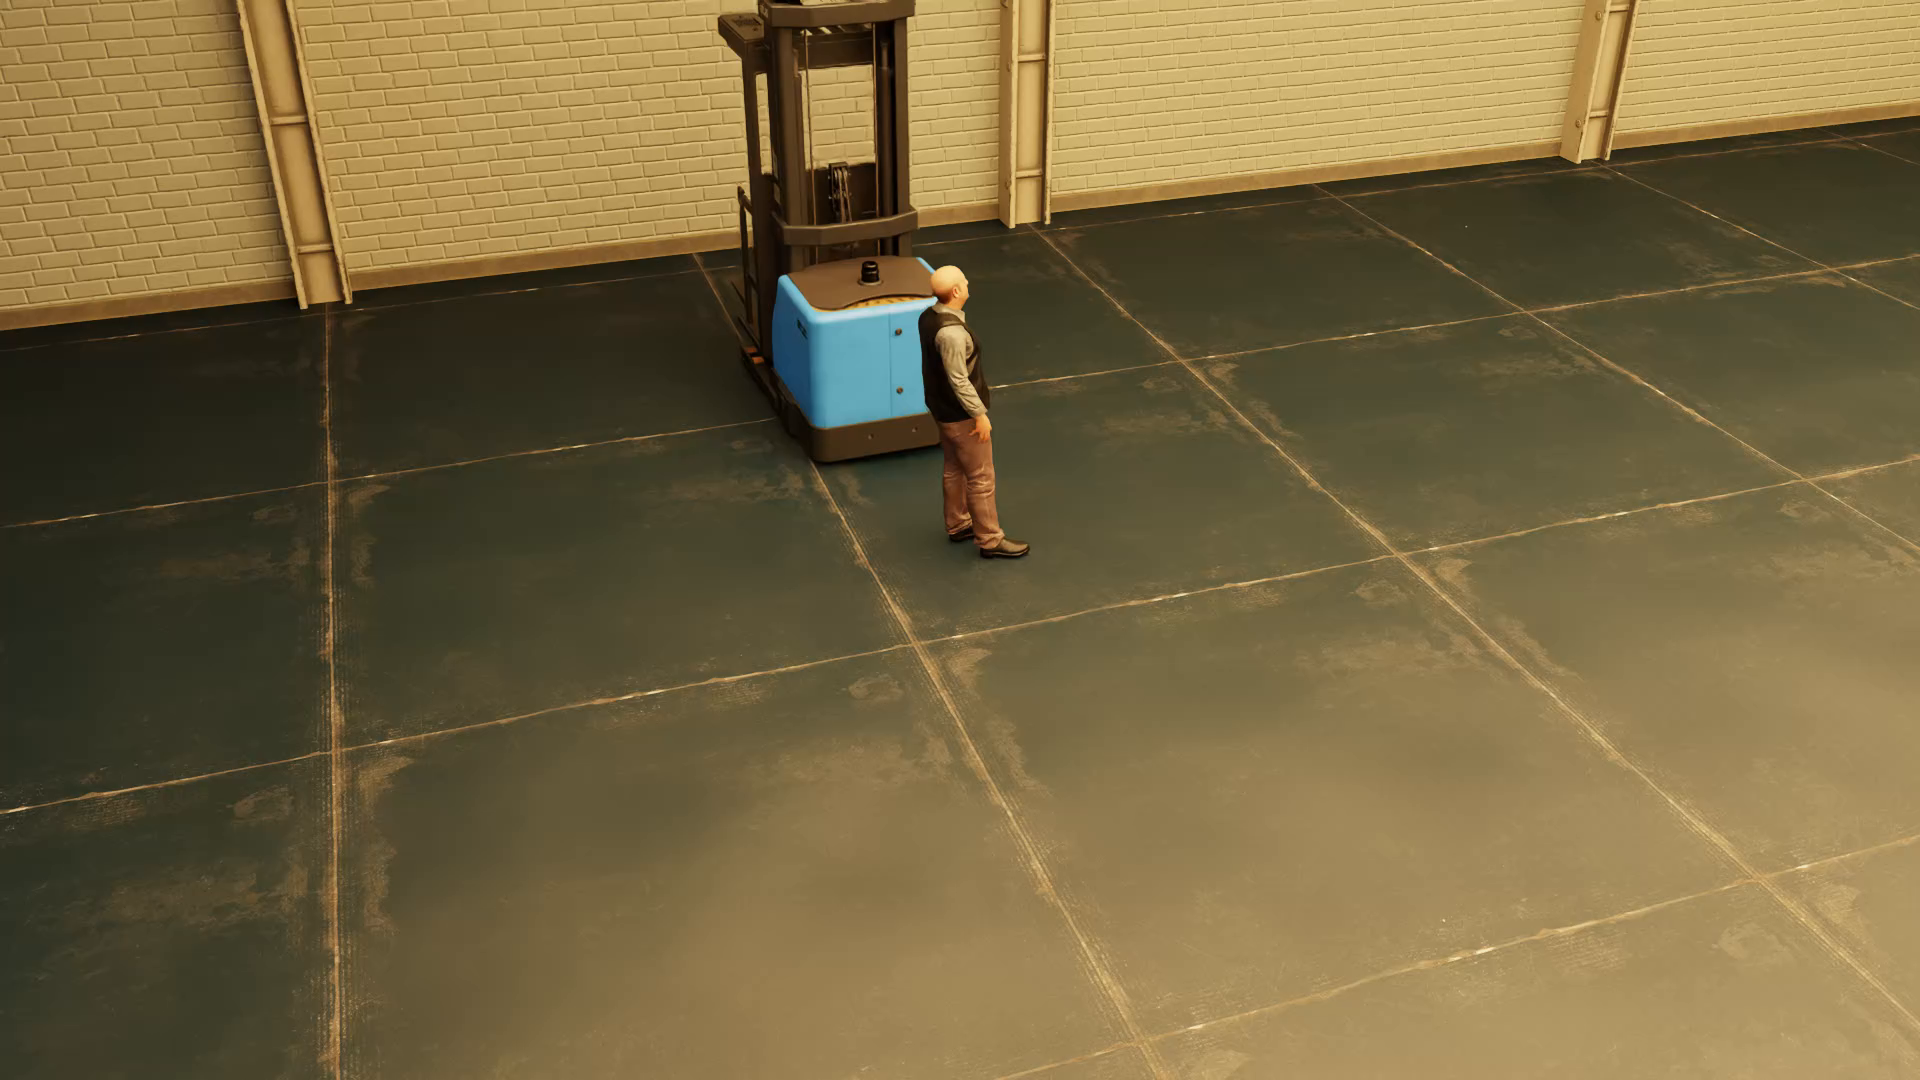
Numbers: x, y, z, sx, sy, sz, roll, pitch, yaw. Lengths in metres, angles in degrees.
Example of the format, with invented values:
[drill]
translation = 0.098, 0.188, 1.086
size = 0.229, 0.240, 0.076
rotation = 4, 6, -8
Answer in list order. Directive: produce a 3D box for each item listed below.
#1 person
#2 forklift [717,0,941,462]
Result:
[person]
translation = 0.061, -0.759, 9.604
size = 0.568, 1.721, 0.633
rotation = -10, 31, -16
[forklift]
translation = -0.965, -2.495, 11.423
size = 1.130, 2.935, 3.031
rotation = -10, 32, -18
